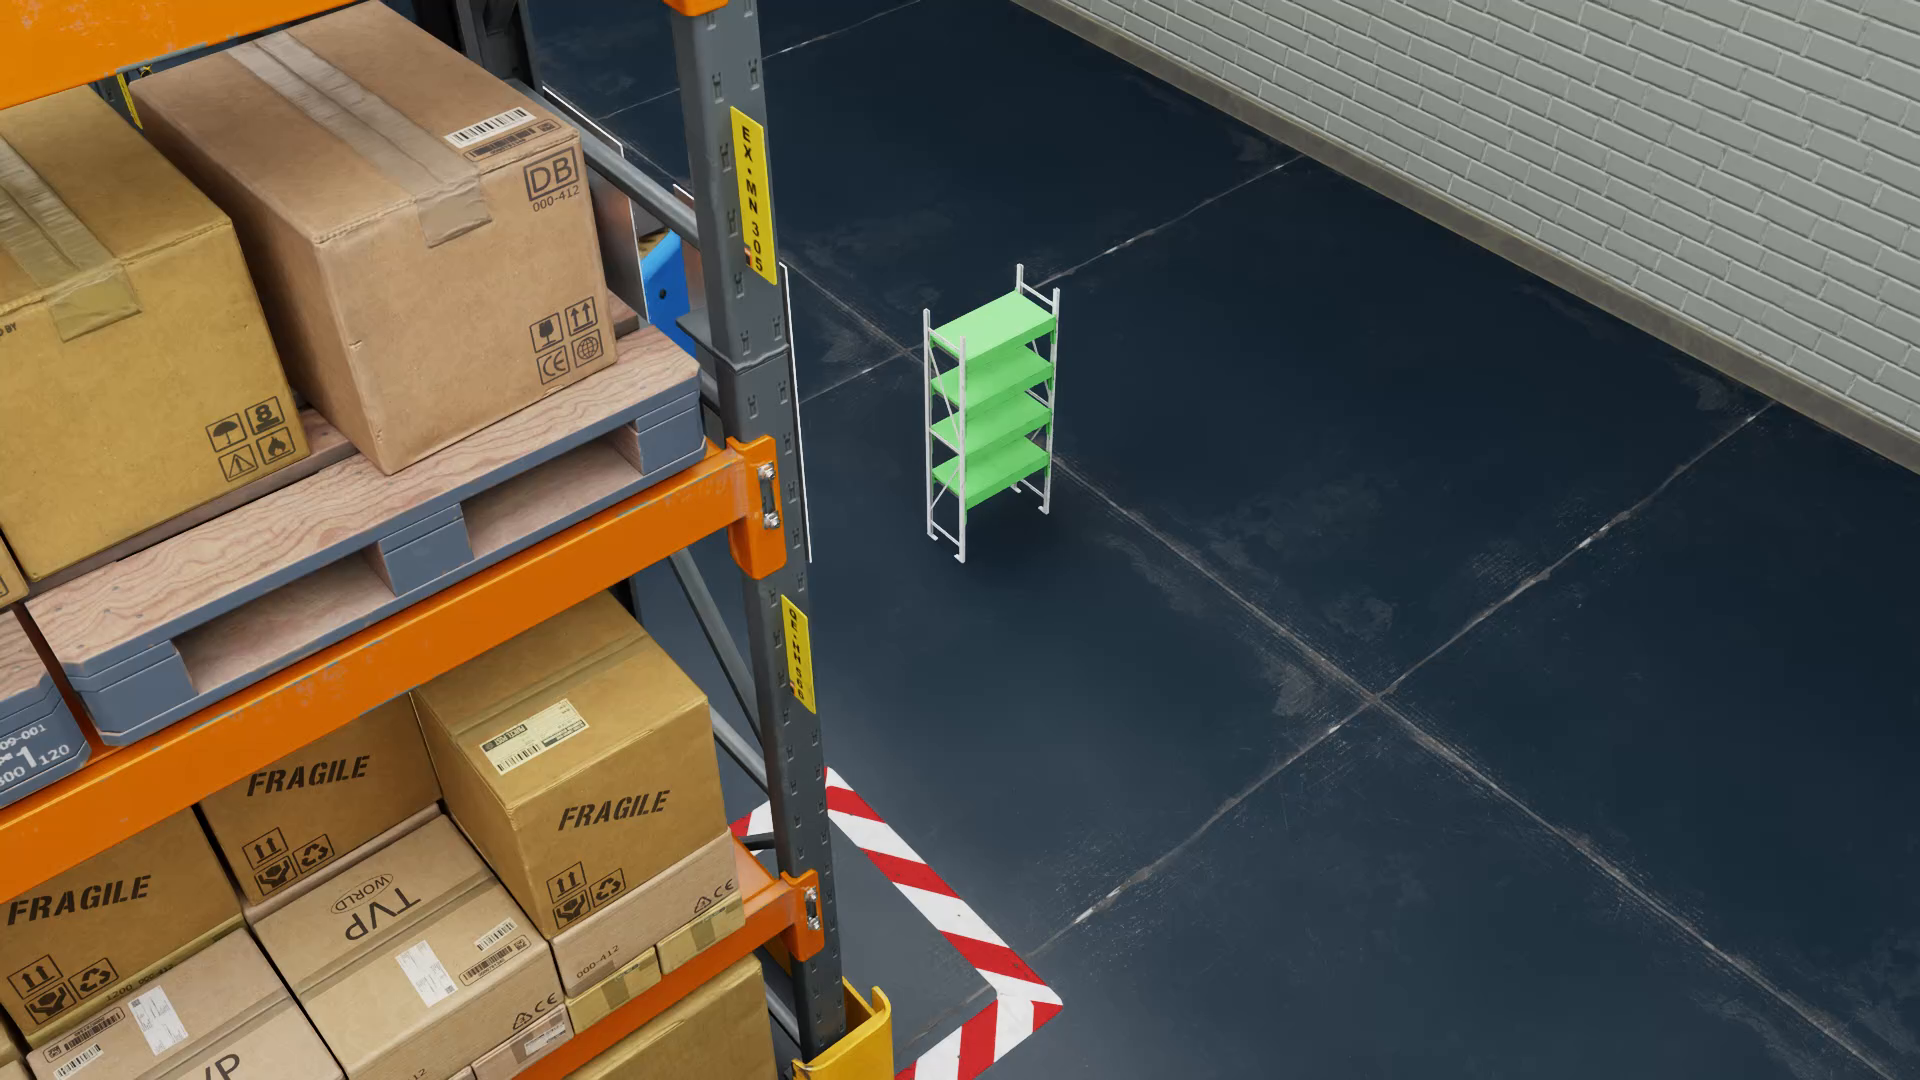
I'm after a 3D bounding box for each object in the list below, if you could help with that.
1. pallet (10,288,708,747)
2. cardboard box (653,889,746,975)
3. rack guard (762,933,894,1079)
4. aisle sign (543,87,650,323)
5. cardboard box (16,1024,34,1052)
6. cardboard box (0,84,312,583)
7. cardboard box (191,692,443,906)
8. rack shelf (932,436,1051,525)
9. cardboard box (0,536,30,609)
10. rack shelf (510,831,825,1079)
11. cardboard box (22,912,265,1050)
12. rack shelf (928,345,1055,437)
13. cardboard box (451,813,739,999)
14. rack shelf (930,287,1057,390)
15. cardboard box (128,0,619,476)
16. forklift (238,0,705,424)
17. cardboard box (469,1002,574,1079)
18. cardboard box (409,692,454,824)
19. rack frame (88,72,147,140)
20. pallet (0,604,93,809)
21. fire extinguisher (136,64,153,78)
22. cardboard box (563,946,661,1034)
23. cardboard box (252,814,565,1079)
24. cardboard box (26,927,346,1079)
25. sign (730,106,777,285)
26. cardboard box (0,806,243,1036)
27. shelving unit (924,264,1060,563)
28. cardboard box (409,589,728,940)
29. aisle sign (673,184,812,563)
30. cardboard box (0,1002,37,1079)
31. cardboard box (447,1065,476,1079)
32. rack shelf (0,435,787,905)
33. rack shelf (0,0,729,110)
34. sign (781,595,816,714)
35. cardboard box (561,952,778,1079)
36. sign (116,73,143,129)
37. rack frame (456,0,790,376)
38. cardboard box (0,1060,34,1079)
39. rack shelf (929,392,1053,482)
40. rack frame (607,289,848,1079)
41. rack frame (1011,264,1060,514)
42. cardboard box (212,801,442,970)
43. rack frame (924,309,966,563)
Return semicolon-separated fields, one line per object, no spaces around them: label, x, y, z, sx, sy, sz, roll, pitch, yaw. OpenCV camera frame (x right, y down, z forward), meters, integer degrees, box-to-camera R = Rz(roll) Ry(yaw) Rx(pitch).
pallet;-1.271;-0.248;3.250;1.213;0.211;1.003;-30;51;-28
cardboard box;-0.771;0.902;4.335;0.250;0.149;0.380;-29;50;-27
rack guard;-0.690;1.382;5.467;0.348;0.500;1.175;-30;51;-28
aisle sign;-0.846;-0.655;3.911;0.004;0.787;0.394;-30;51;-28
cardboard box;-2.372;1.232;3.984;0.250;0.149;0.380;-31;51;-29
cardboard box;-1.582;-0.397;2.892;0.500;0.500;0.700;-32;52;-29
cardboard box;-1.634;0.443;3.985;0.500;0.500;0.500;-31;51;-29
rack shelf;0.127;-0.289;7.178;0.480;0.148;0.258;-30;51;-28
cardboard box;-1.948;-0.145;2.623;0.500;0.500;0.700;-33;52;-30
rack shelf;-2.243;1.622;3.911;4.000;0.370;1.077;-30;51;-28
cardboard box;-2.033;0.947;3.996;0.500;0.250;0.500;-32;52;-29
rack shelf;0.127;-0.638;6.850;0.480;0.148;0.258;-30;51;-28
cardboard box;-0.910;0.780;4.174;0.500;0.250;0.500;-31;51;-28
rack shelf;0.127;-0.813;6.685;0.480;0.148;0.258;-30;51;-28
cardboard box;-1.073;-0.581;3.087;0.500;0.500;0.700;-33;52;-30
forklift;-2.691;-1.804;7.083;3.031;2.935;1.130;15;45;16
cardboard box;-1.163;1.128;4.095;0.250;0.149;0.380;-30;51;-28
cardboard box;-1.250;0.497;4.476;0.500;0.250;0.500;-31;51;-29
rack frame;-3.887;-2.119;7.369;0.127;3.000;1.000;-30;51;-28
pallet;-2.208;0.291;2.677;1.213;0.211;1.003;-30;51;-28
fire extinguisher;-3.479;-1.783;7.340;0.183;0.674;0.296;-30;51;-28
cardboard box;-0.969;1.018;4.213;0.250;0.149;0.380;-29;51;-28
cardboard box;-1.300;1.002;3.937;0.500;0.250;0.500;-31;51;-29
cardboard box;-1.690;1.226;3.699;0.500;0.250;0.500;-32;52;-29
sign;-0.371;-0.615;2.987;0.005;0.325;0.100;-30;51;-28
cardboard box;-2.027;0.674;3.740;0.500;0.500;0.500;-31;51;-29
shelving unit;0.127;-0.510;6.970;0.503;1.200;0.258;-30;51;-28
cardboard box;-0.914;0.506;3.918;0.500;0.500;0.500;-29;50;-27
aisle sign;-0.461;-0.340;3.576;0.004;0.787;0.394;-30;51;-28
cardboard box;-2.429;1.179;3.749;0.500;0.250;0.500;-31;51;-29
cardboard box;-1.355;1.237;3.979;0.250;0.149;0.380;-29;50;-27
rack shelf;-2.243;0.529;2.884;4.000;0.370;1.077;-30;51;-28
rack shelf;-2.243;-0.419;1.994;4.000;0.370;1.077;-30;51;-28
sign;-0.371;0.264;3.812;0.005;0.325;0.100;-30;51;-28
cardboard box;-1.149;1.426;4.839;0.875;0.875;0.875;-30;51;-28
sign;-3.521;-1.897;7.013;0.005;0.325;0.100;-30;51;-28
rack frame;-0.709;-1.705;2.546;0.127;3.000;1.000;-30;51;-28
cardboard box;-2.087;1.457;3.453;0.500;0.250;0.500;-30;51;-28
rack shelf;0.127;-0.463;7.014;0.480;0.148;0.258;-30;51;-28
rack frame;-0.709;0.482;4.600;0.127;3.000;1.000;-30;51;-28
rack frame;0.314;-0.617;7.084;0.015;1.200;0.240;-30;51;-28
cardboard box;-1.645;0.729;4.229;0.500;0.250;0.500;-30;51;-28
rack frame;-0.060;-0.403;6.856;0.015;1.200;0.240;-30;51;-28
